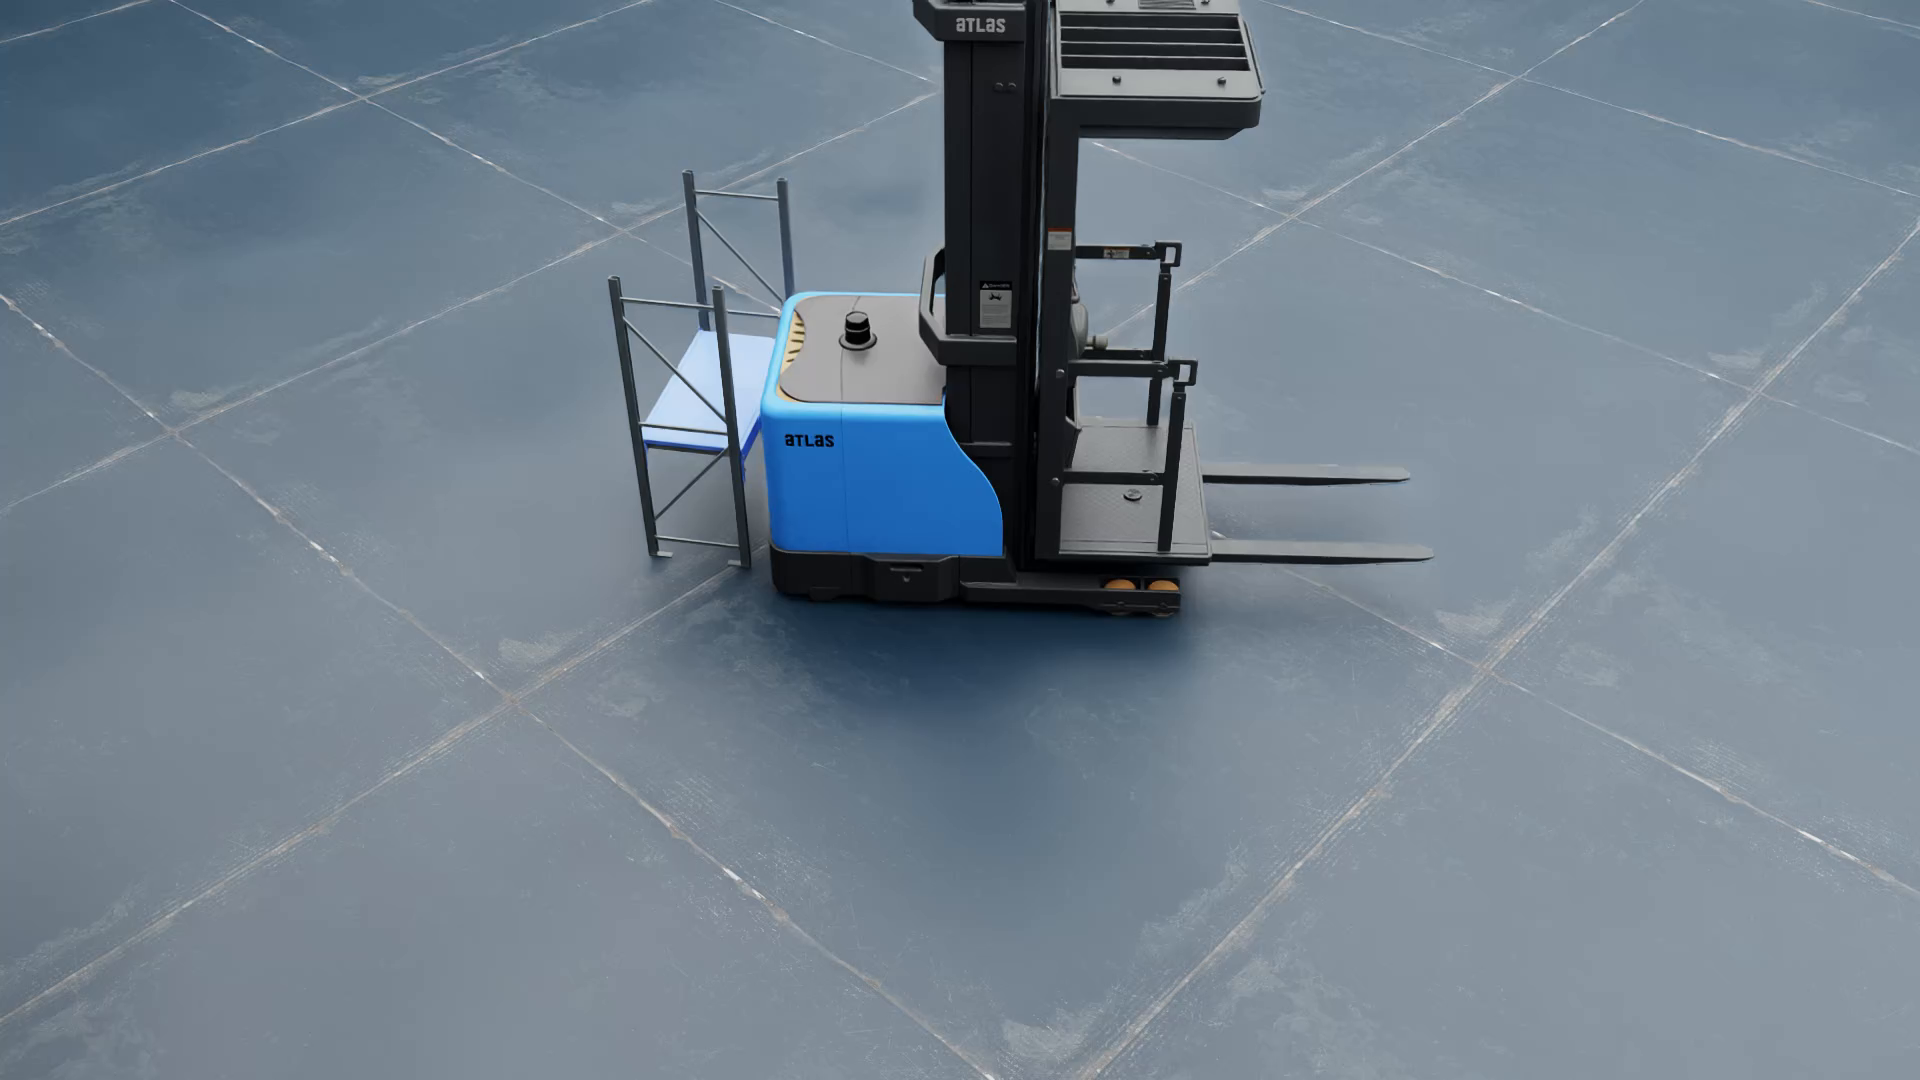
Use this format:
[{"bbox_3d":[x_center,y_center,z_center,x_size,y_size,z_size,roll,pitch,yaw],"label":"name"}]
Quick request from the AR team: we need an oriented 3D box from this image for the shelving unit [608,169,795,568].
[{"bbox_3d":[-1.145,-0.806,7.842,0.538,1.500,1.048,7,39,8],"label":"shelving unit"}]

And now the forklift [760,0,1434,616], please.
[{"bbox_3d":[0.662,-1.138,7.110,3.031,2.935,1.130,1,39,2],"label":"forklift"}]

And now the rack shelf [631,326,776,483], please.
[{"bbox_3d":[-1.145,-0.665,7.954,0.538,0.185,1.000,7,39,8],"label":"rack shelf"}]

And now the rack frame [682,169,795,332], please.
[{"bbox_3d":[-1.052,-1.117,8.233,0.500,1.500,0.032,7,39,8],"label":"rack frame"}]

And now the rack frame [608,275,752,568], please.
[{"bbox_3d":[-1.237,-0.495,7.450,0.500,1.500,0.032,7,39,8],"label":"rack frame"}]
